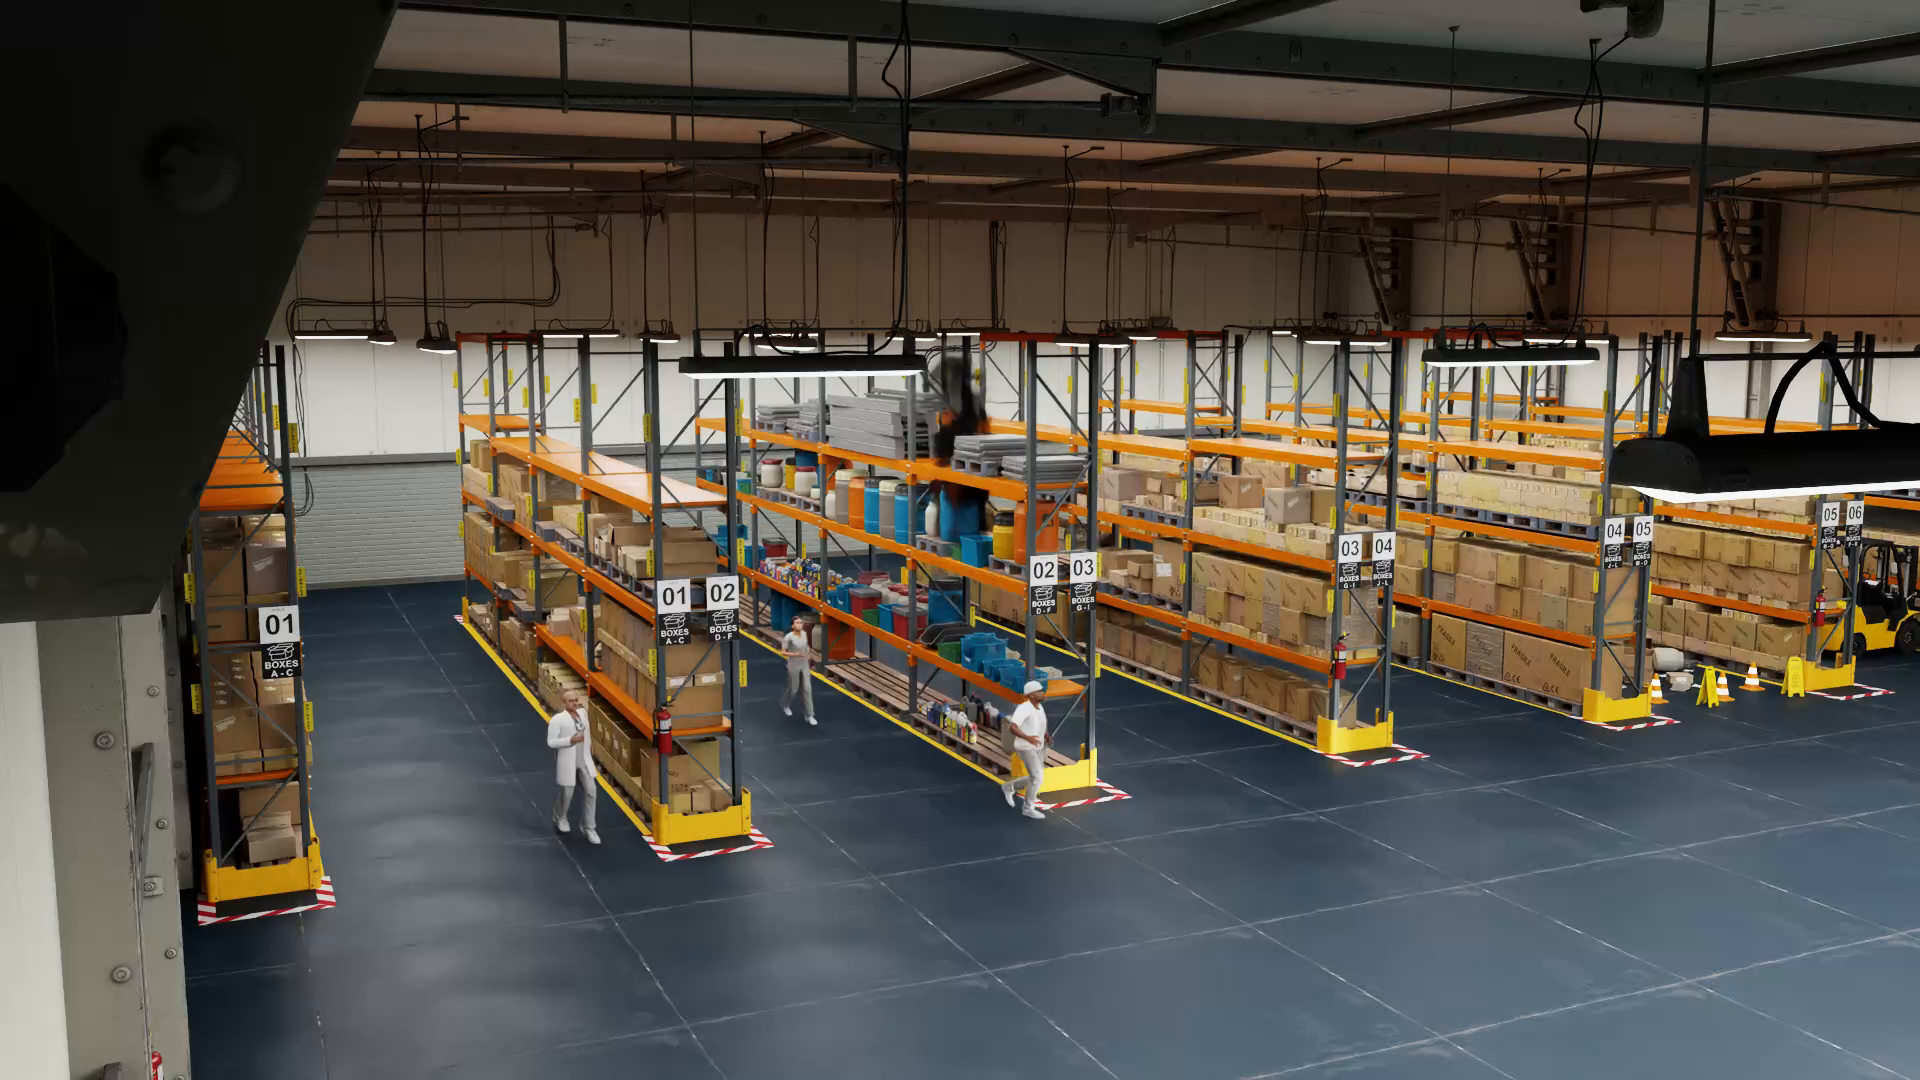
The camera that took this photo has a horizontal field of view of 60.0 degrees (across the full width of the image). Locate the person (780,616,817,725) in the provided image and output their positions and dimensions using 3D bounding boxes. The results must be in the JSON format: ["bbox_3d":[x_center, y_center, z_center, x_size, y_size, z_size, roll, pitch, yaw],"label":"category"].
[{"bbox_3d":[-2.532,1.994,25.887,0.570,1.655,0.950,-5,9,-35],"label":"person"}]

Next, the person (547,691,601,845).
[{"bbox_3d":[-4.691,2.732,20.159,0.692,1.833,0.854,-7,10,-40],"label":"person"}]

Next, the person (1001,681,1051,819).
[{"bbox_3d":[0.850,2.643,21.231,0.646,1.716,0.738,4,9,28],"label":"person"}]

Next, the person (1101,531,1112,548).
[{"bbox_3d":[3.758,-0.182,42.065,0.569,1.721,0.775,2,8,17],"label":"person"}]
